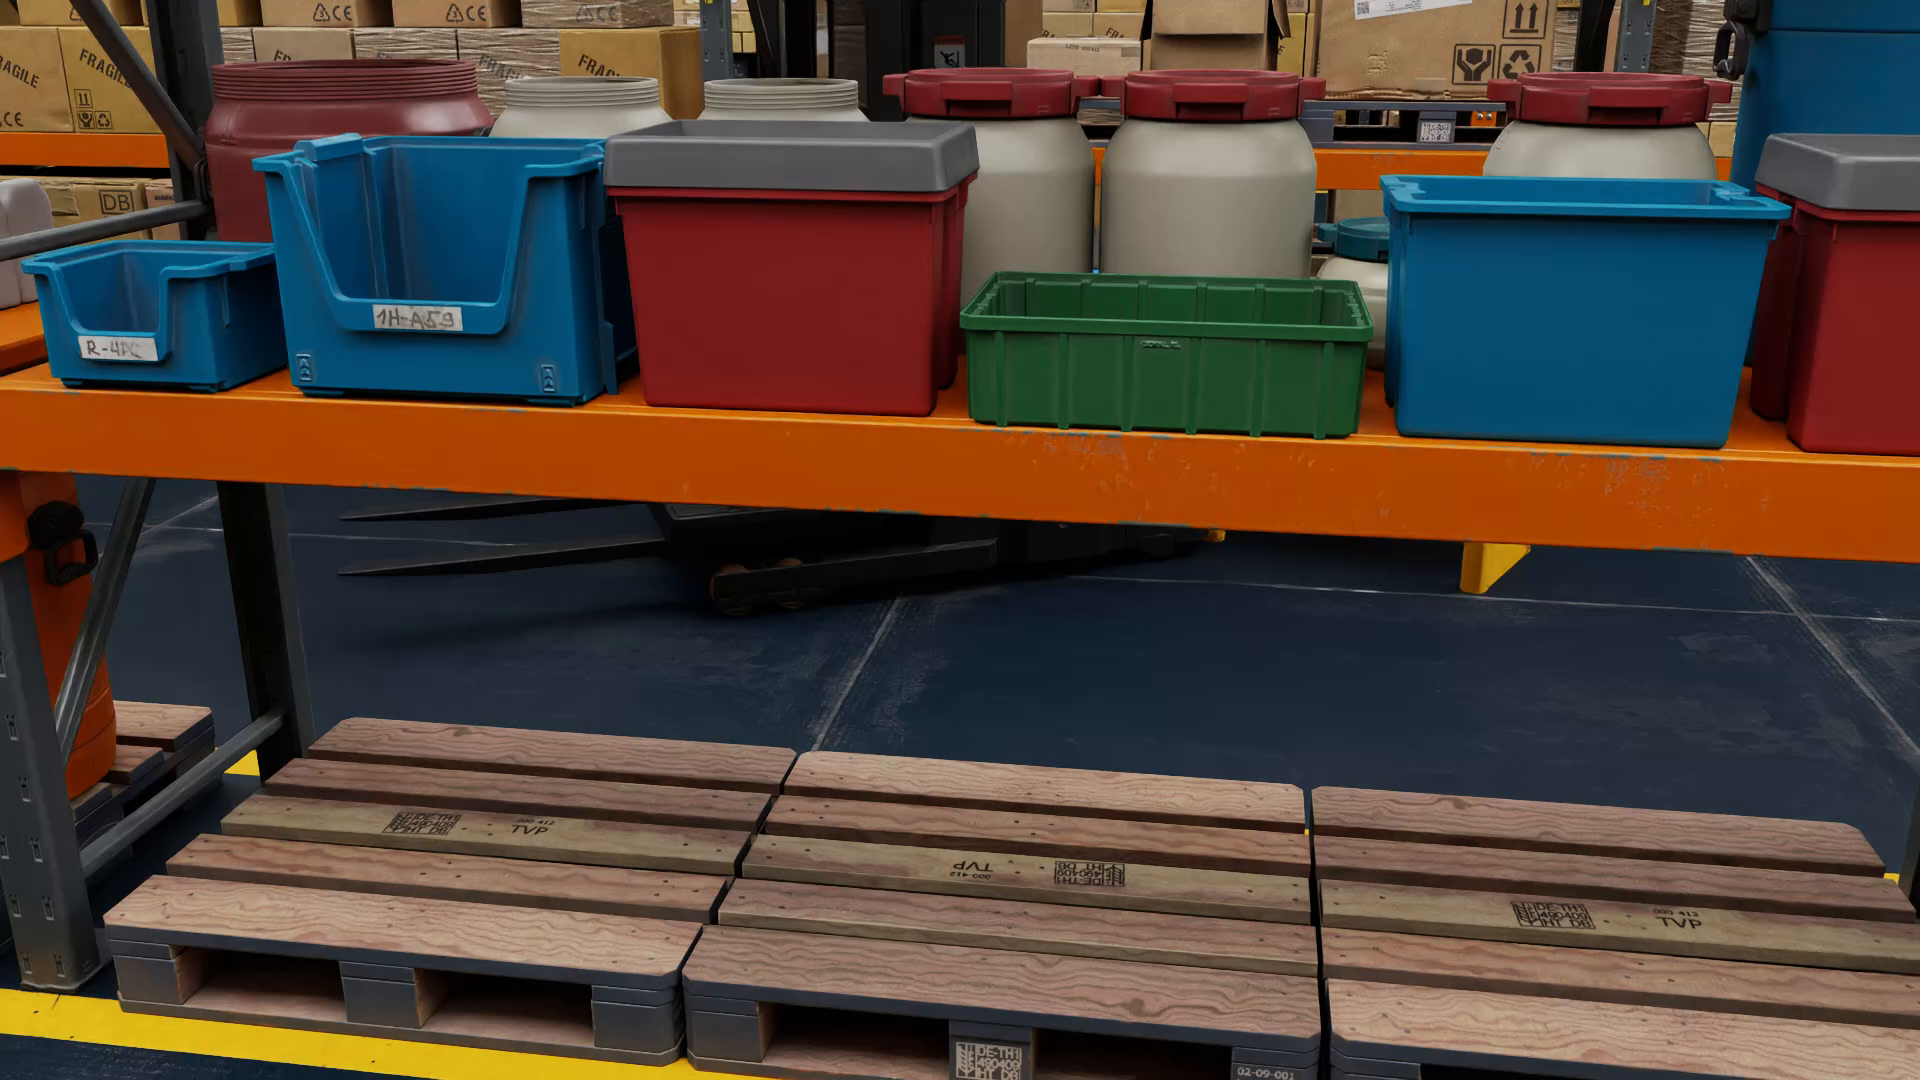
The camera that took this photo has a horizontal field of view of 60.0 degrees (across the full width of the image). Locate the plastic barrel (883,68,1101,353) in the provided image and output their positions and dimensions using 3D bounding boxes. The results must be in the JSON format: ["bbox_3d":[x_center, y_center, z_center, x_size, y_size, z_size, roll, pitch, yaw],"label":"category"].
[{"bbox_3d":[0.062,-0.672,3.370,0.433,0.535,0.433,0,18,0],"label":"plastic barrel"}]

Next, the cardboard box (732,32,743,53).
[{"bbox_3d":[-1.724,-3.747,12.509,0.250,0.149,0.380,2,19,6],"label":"cardboard box"}]

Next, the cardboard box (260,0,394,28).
[{"bbox_3d":[-3.066,-2.815,8.251,0.637,0.503,0.797,4,19,10],"label":"cardboard box"}]

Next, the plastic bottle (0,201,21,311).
[{"bbox_3d":[-2.226,-0.650,3.713,0.135,0.276,0.152,3,19,9],"label":"plastic bottle"}]

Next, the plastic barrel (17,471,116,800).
[{"bbox_3d":[-2.312,0.177,3.804,0.708,0.830,0.600,3,19,9],"label":"plastic barrel"}]

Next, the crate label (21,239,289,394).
[{"bbox_3d":[-1.469,-0.415,3.081,0.416,0.233,0.303,3,19,9],"label":"crate label"}]

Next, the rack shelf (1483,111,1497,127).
[{"bbox_3d":[5.770,-3.091,11.947,4.000,0.370,1.077,3,19,9],"label":"rack shelf"}]

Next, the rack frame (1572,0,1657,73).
[{"bbox_3d":[2.909,-1.984,7.504,0.127,3.000,1.000,3,19,9],"label":"rack frame"}]

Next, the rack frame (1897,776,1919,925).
[{"bbox_3d":[2.123,-0.432,2.867,0.127,3.000,1.000,3,19,9],"label":"rack frame"}]

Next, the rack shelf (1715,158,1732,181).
[{"bbox_3d":[4.884,-1.542,7.318,4.000,0.370,1.077,3,19,9],"label":"rack shelf"}]

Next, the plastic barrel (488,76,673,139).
[{"bbox_3d":[-0.776,-0.701,3.496,0.421,0.512,0.421,0,18,0],"label":"plastic barrel"}]

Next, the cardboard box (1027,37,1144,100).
[{"bbox_3d":[0.578,-2.157,7.596,0.500,0.250,0.500,2,19,7],"label":"cardboard box"}]

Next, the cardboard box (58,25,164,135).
[{"bbox_3d":[-4.079,-2.307,8.314,0.500,0.500,0.500,3,19,9],"label":"cardboard box"}]

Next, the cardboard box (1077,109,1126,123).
[{"bbox_3d":[1.929,-5.882,22.237,0.625,0.625,0.875,4,19,10],"label":"cardboard box"}]

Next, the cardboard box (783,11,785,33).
[{"bbox_3d":[-1.238,-3.862,12.385,0.250,0.149,0.380,3,19,10],"label":"cardboard box"}]

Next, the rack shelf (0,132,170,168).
[{"bbox_3d":[-3.015,-1.944,8.521,4.000,0.370,1.077,3,19,9],"label":"rack shelf"}]

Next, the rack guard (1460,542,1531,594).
[{"bbox_3d":[1.930,-0.013,5.947,0.087,0.250,0.587,12,22,32],"label":"rack guard"}]

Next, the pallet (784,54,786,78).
[{"bbox_3d":[-0.874,-3.645,12.773,1.003,0.211,1.213,3,19,9],"label":"pallet"}]

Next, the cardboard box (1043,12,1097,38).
[{"bbox_3d":[0.749,-3.649,12.325,0.500,0.500,0.500,3,19,8],"label":"cardboard box"}]

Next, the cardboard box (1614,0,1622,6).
[{"bbox_3d":[4.716,-4.095,11.877,0.550,0.550,0.875,3,19,9],"label":"cardboard box"}]

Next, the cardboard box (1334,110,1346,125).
[{"bbox_3d":[4.748,-5.739,21.810,0.625,0.625,0.875,4,19,11],"label":"cardboard box"}]

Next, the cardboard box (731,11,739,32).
[{"bbox_3d":[-1.730,-3.888,12.462,0.250,0.149,0.380,3,19,8],"label":"cardboard box"}]

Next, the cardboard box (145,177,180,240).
[{"bbox_3d":[-3.472,-1.507,8.767,0.875,0.875,1.225,2,19,7],"label":"cardboard box"}]

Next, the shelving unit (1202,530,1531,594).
[{"bbox_3d":[1.519,-0.695,6.016,1.083,1.500,0.587,12,22,32],"label":"shelving unit"}]

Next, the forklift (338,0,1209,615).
[{"bbox_3d":[-0.652,-1.327,5.650,3.031,2.935,1.130,-6,20,-18],"label":"forklift"}]

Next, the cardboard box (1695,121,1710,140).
[{"bbox_3d":[3.074,-1.759,7.230,0.250,0.149,0.380,3,19,9],"label":"cardboard box"}]

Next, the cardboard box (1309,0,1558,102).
[{"bbox_3d":[2.147,-2.551,7.593,1.000,1.000,1.000,3,19,9],"label":"cardboard box"}]

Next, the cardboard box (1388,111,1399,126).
[{"bbox_3d":[4.228,-3.703,15.389,0.500,0.500,0.500,3,19,9],"label":"cardboard box"}]

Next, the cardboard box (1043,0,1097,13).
[{"bbox_3d":[0.787,-4.205,12.409,0.500,0.500,0.700,3,19,8],"label":"cardboard box"}]

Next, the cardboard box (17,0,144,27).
[{"bbox_3d":[-4.358,-2.880,8.444,0.637,0.503,0.797,2,19,7],"label":"cardboard box"}]

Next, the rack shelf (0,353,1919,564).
[{"bbox_3d":[0.149,-0.191,3.282,4.000,0.370,1.077,3,19,9],"label":"rack shelf"}]

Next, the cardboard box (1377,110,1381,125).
[{"bbox_3d":[5.776,-5.578,21.917,0.500,0.250,0.500,3,19,9],"label":"cardboard box"}]

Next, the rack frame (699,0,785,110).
[{"bbox_3d":[-1.040,-2.185,8.106,0.127,3.000,1.000,3,19,9],"label":"rack frame"}]

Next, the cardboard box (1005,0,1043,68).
[{"bbox_3d":[0.066,-2.420,7.989,0.500,0.500,0.700,6,19,17],"label":"cardboard box"}]

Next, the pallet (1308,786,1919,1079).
[{"bbox_3d":[1.342,0.863,3.391,1.213,0.211,1.003,3,19,9],"label":"pallet"}]

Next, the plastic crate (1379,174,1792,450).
[{"bbox_3d":[0.985,-0.382,2.744,0.575,0.384,0.392,3,19,9],"label":"plastic crate"}]

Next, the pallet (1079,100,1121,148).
[{"bbox_3d":[0.921,-2.007,7.877,1.213,0.211,1.003,3,19,9],"label":"pallet"}]

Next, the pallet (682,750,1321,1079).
[{"bbox_3d":[0.134,0.802,3.572,1.213,0.211,1.003,3,19,9],"label":"pallet"}]

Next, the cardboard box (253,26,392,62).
[{"bbox_3d":[-3.074,-2.258,8.165,0.500,0.500,0.500,3,19,10],"label":"cardboard box"}]

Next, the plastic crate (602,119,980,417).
[{"bbox_3d":[-0.279,-0.486,2.929,0.583,0.464,0.402,3,19,9],"label":"plastic crate"}]

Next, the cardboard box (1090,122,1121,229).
[{"bbox_3d":[1.297,-2.764,12.721,0.750,0.750,1.050,3,19,9],"label":"cardboard box"}]

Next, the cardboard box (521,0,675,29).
[{"bbox_3d":[-1.760,-2.750,8.056,0.637,0.503,0.797,4,19,11],"label":"cardboard box"}]

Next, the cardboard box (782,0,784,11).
[{"bbox_3d":[-1.217,-4.003,12.337,0.250,0.149,0.380,4,19,10],"label":"cardboard box"}]

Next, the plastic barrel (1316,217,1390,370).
[{"bbox_3d":[0.841,-0.481,3.231,0.301,0.262,0.301,0,18,0],"label":"plastic barrel"}]

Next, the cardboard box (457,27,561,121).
[{"bbox_3d":[-2.058,-2.207,8.013,0.500,0.500,0.500,3,19,8],"label":"cardboard box"}]

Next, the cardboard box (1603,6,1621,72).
[{"bbox_3d":[4.708,-3.568,12.004,0.550,0.550,0.875,3,19,9],"label":"cardboard box"}]

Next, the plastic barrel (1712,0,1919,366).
[{"bbox_3d":[1.790,-0.784,3.129,0.708,0.901,0.600,3,19,9],"label":"plastic barrel"}]

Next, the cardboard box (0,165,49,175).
[{"bbox_3d":[-5.629,-1.636,9.152,0.875,0.875,0.875,3,19,9],"label":"cardboard box"}]

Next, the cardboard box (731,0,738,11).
[{"bbox_3d":[-1.718,-4.030,12.416,0.250,0.149,0.380,3,19,9],"label":"cardboard box"}]

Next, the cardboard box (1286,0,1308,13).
[{"bbox_3d":[2.297,-4.128,12.180,0.500,0.500,0.700,3,19,9],"label":"cardboard box"}]

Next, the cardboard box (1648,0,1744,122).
[{"bbox_3d":[3.343,-2.130,7.316,0.500,0.500,0.875,3,19,9],"label":"cardboard box"}]

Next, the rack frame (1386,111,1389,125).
[{"bbox_3d":[4.481,-5.088,16.783,0.127,3.000,1.000,3,19,9],"label":"rack frame"}]

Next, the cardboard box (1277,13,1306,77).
[{"bbox_3d":[2.240,-3.573,12.098,0.500,0.500,0.500,3,19,9],"label":"cardboard box"}]

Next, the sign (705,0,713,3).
[{"bbox_3d":[-1.125,-2.560,7.402,0.005,0.325,0.100,3,19,9],"label":"sign"}]

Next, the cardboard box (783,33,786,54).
[{"bbox_3d":[-1.213,-3.720,12.429,0.250,0.149,0.380,3,19,10],"label":"cardboard box"}]
